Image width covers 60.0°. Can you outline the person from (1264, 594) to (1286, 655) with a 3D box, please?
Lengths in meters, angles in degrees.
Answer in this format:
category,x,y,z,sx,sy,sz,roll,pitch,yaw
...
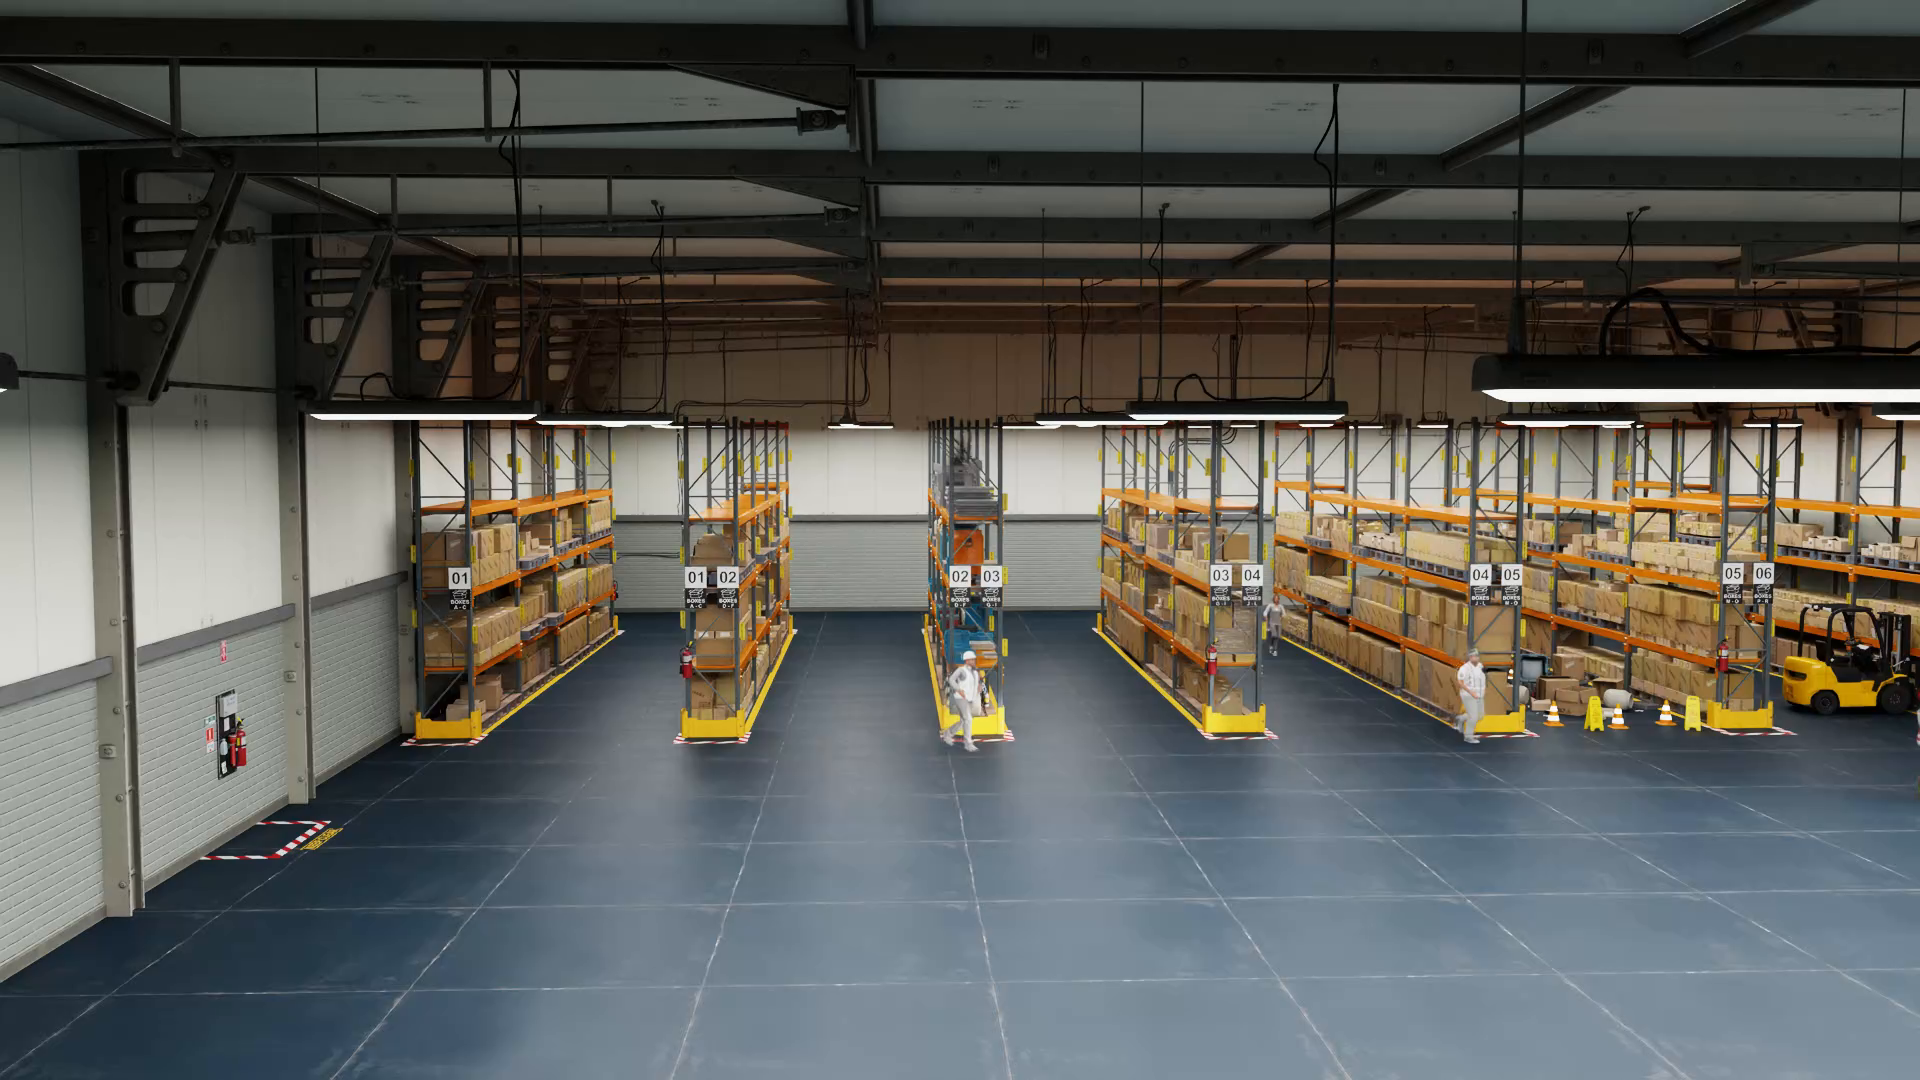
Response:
category,x,y,z,sx,sy,sz,roll,pitch,yaw
person,8.053,2.180,42.402,0.529,1.549,0.571,0,4,-4

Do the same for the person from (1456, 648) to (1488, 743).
category,x,y,z,sx,sy,sz,roll,pitch,yaw
person,9.439,2.850,30.693,0.678,1.754,0.633,-2,4,-29

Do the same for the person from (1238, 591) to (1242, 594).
category,x,y,z,sx,sy,sz,roll,pitch,yaw
person,7.843,1.901,45.002,0.676,1.794,0.904,0,4,6

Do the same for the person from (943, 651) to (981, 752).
category,x,y,z,sx,sy,sz,roll,pitch,yaw
person,0.110,2.890,30.112,0.825,1.751,0.708,2,4,33
